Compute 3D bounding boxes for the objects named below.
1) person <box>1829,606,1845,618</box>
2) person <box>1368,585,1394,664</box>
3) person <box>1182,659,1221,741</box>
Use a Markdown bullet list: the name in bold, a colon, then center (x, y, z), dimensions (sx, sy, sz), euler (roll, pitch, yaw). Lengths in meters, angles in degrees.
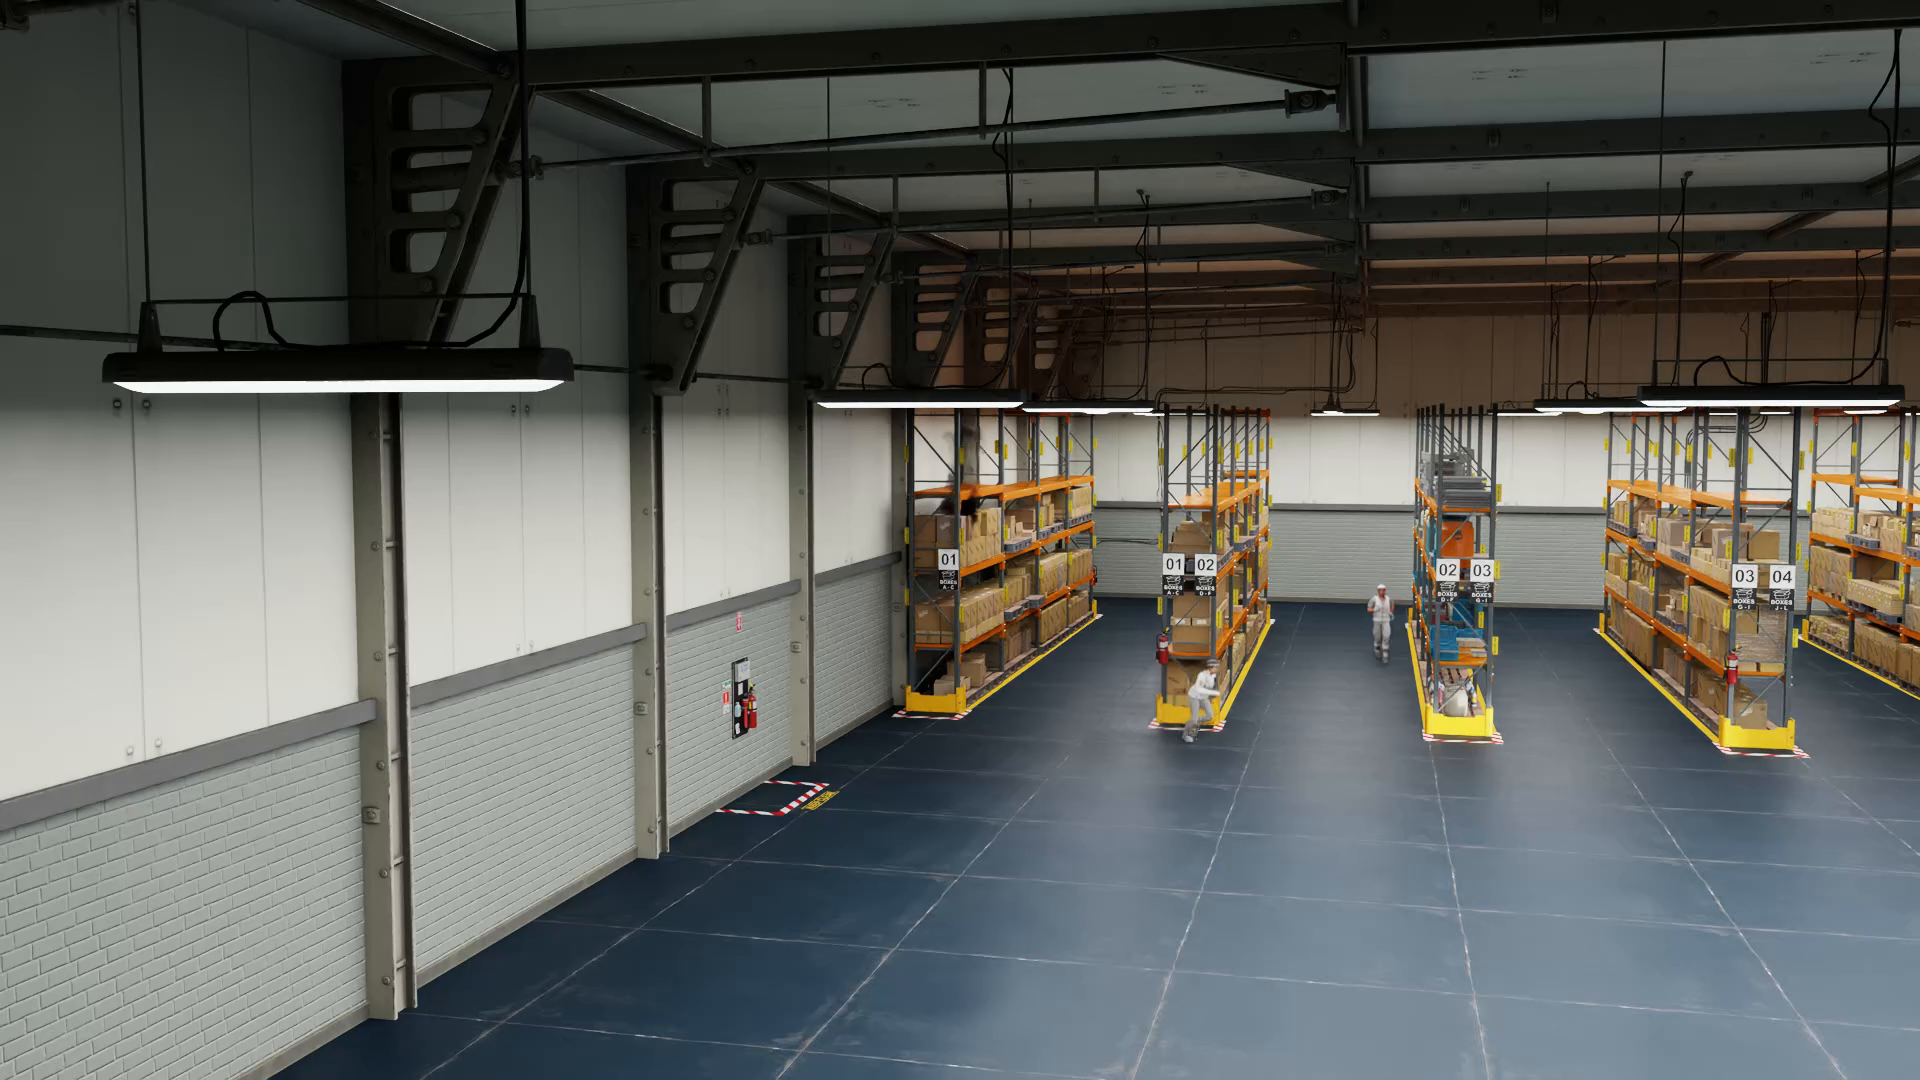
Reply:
- **person**: center (23.456, 1.643, 44.233), dimensions (0.769, 1.717, 0.605), euler (-3, 5, -33)
- **person**: center (9.925, 1.958, 39.190), dimensions (0.643, 1.829, 0.850), euler (1, 4, 7)
- **person**: center (4.312, 2.830, 29.417), dimensions (0.843, 1.505, 0.643), euler (4, 6, 44)
